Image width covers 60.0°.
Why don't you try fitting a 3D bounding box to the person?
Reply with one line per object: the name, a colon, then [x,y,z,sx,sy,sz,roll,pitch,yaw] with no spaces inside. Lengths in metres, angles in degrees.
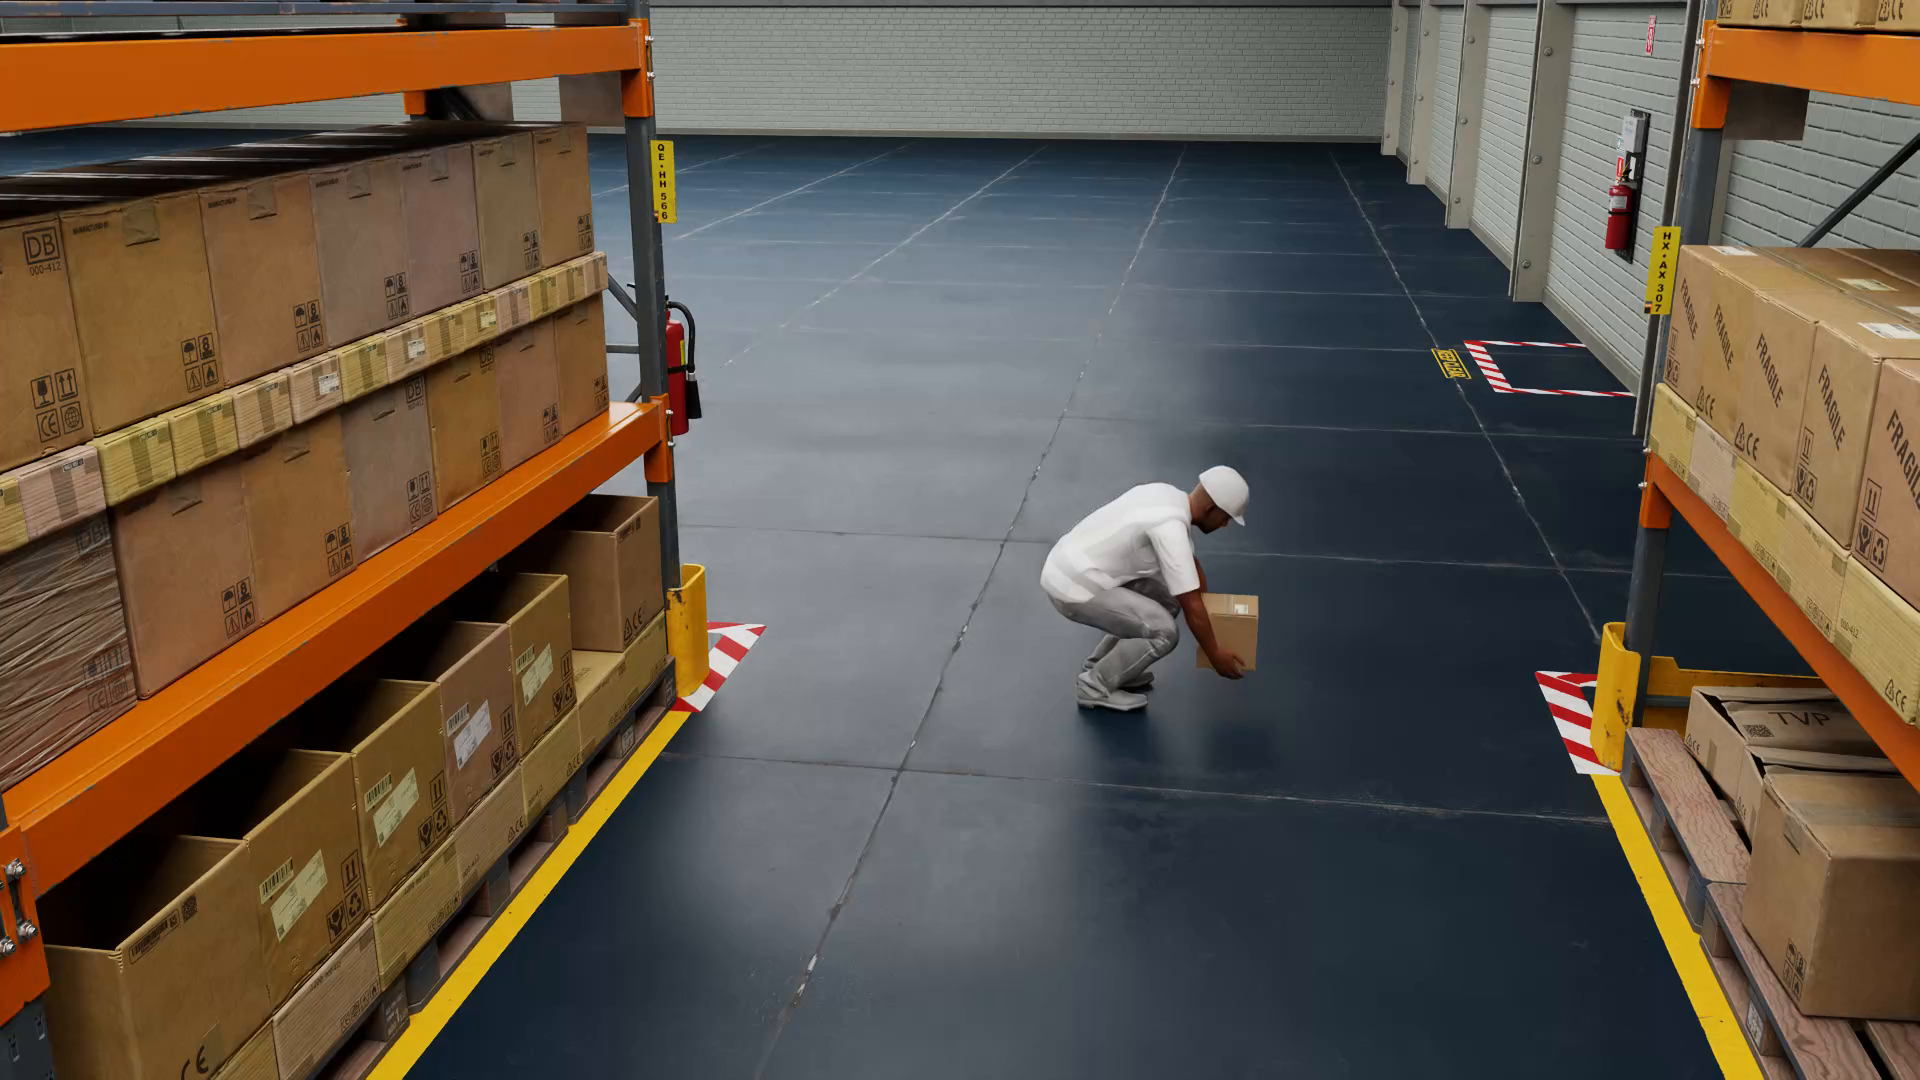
person: [0.798,0.178,7.156,0.888,1.040,0.587,3,18,9]
